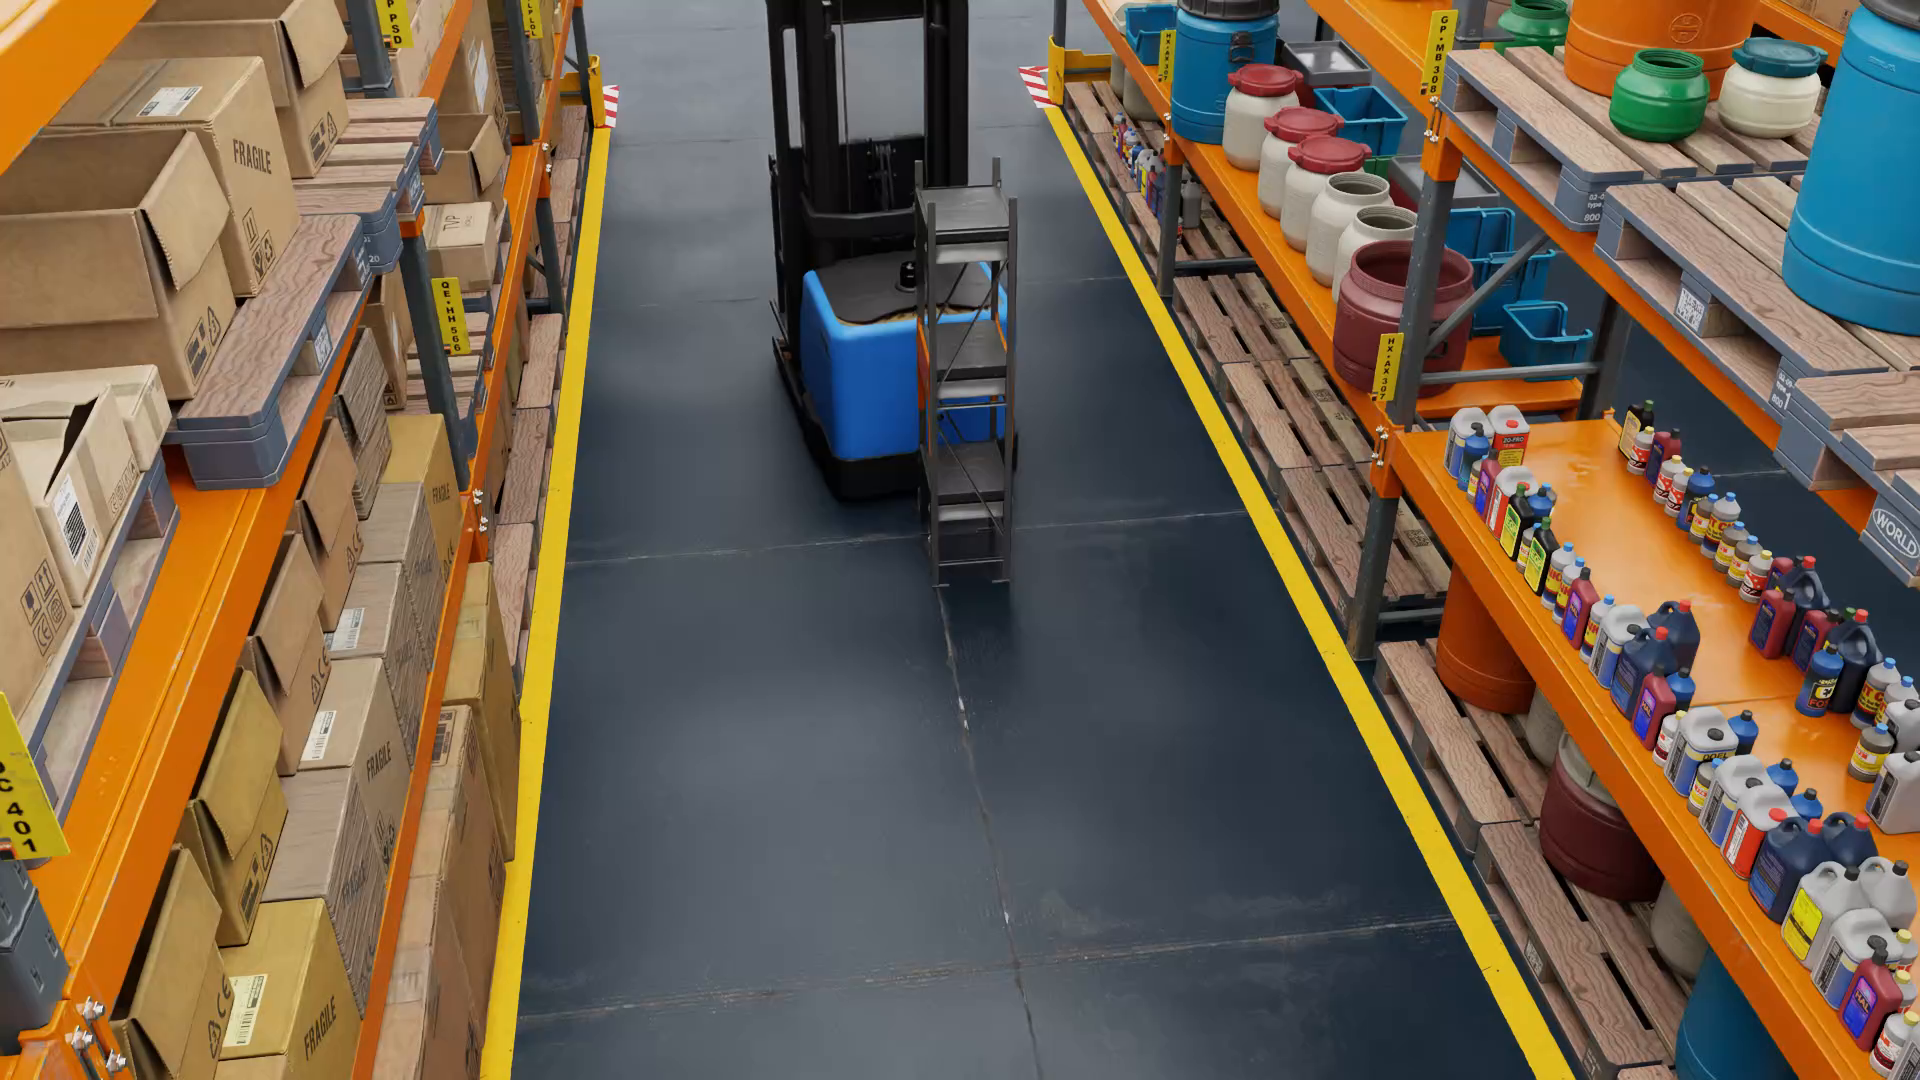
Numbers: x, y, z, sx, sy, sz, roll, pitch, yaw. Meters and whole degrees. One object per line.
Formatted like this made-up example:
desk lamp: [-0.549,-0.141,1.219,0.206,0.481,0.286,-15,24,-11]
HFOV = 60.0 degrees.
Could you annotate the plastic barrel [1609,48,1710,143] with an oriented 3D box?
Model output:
plastic barrel: [2.298,-1.460,5.459,0.294,0.245,0.294,0,34,0]

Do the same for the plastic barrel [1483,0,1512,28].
plastic barrel: [2.488,-2.641,6.982,0.600,0.901,0.600,0,34,0]

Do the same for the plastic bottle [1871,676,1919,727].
plastic bottle: [3.093,0.565,5.500,0.097,0.271,0.097,0,34,0]

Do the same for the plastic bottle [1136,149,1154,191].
plastic bottle: [1.386,-2.724,12.240,0.152,0.276,0.135,-4,34,-6]

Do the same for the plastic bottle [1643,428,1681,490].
plastic bottle: [2.892,-0.349,6.831,0.061,0.283,0.133,-4,35,-6]

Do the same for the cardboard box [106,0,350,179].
cardboard box: [-2.371,-1.465,5.237,0.797,0.503,0.637,-2,34,-4]

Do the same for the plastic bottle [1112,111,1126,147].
plastic bottle: [1.243,-3.203,12.947,0.097,0.271,0.097,0,34,0]

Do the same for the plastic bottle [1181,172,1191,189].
plastic bottle: [1.591,-2.478,11.879,0.152,0.276,0.135,-4,35,-6]

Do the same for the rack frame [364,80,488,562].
rack frame: [-2.524,-0.345,6.721,1.000,3.000,0.127,-4,35,-6]

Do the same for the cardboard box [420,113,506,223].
cardboard box: [-2.738,-1.833,8.440,0.797,0.503,0.637,-1,34,-1]

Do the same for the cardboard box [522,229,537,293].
cardboard box: [-3.076,-1.944,10.914,0.500,0.500,0.500,-5,35,-8]

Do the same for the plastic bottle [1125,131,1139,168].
plastic bottle: [1.302,-2.956,12.585,0.097,0.271,0.097,0,34,0]

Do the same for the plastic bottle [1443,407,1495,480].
plastic bottle: [2.122,-0.403,6.916,0.152,0.276,0.135,-4,35,-6]

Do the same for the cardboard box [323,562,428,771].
cardboard box: [-2.078,0.439,5.482,0.500,0.500,0.500,-5,35,-8]

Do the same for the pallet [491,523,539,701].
pallet: [-2.628,0.371,8.146,1.003,0.211,1.213,-4,35,-6]

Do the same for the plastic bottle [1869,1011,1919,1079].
plastic bottle: [2.506,1.336,4.431,0.097,0.201,0.097,0,34,0]

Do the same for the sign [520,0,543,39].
sign: [-2.513,-3.099,9.735,0.100,0.325,0.005,-4,35,-6]

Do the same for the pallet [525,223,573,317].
pallet: [-3.188,-1.797,11.327,1.003,0.211,1.213,-4,35,-6]

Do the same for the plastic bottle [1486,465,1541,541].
plastic bottle: [2.184,-0.144,6.537,0.152,0.276,0.135,-4,35,-6]

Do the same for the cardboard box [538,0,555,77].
cardboard box: [-3.094,-3.278,10.673,0.875,0.500,0.500,-4,35,-6]

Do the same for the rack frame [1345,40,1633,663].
rack frame: [2.384,-0.720,7.271,1.000,3.000,0.127,-4,35,-6]

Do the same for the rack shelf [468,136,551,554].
rack shelf: [-2.793,-1.163,8.561,1.077,0.370,4.000,-4,35,-6]

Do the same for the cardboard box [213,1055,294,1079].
cardboard box: [-1.801,1.571,3.822,0.500,0.500,0.500,-4,35,-6]

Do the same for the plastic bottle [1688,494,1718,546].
plastic bottle: [2.929,-0.087,6.519,0.097,0.201,0.097,0,34,0]

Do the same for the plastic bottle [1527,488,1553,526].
plastic bottle: [2.232,-0.080,6.447,0.097,0.271,0.097,0,34,0]

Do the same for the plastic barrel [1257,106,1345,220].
plastic barrel: [1.856,-2.048,9.100,0.433,0.535,0.433,0,34,0]

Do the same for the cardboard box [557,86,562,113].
cardboard box: [-3.533,-3.600,13.344,0.500,0.500,0.500,2,34,2]

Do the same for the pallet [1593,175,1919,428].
pallet: [2.564,-0.712,4.764,1.003,0.211,1.213,-4,35,-6]

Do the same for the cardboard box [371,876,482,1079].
cardboard box: [-2.213,1.738,5.179,1.225,0.875,0.875,-6,35,-8]

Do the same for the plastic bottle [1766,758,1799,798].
plastic bottle: [2.534,0.790,5.170,0.097,0.271,0.097,0,34,0]

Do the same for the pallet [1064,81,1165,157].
pallet: [1.468,-3.539,13.884,1.003,0.211,1.213,-4,35,-6]

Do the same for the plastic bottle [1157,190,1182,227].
plastic bottle: [1.473,-2.377,11.664,0.144,0.351,0.185,-5,35,-8]

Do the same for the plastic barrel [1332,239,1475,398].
plastic barrel: [2.021,-1.012,7.579,0.600,0.536,0.708,-4,35,-6]

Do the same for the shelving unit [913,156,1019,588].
shelving unit: [0.022,-0.775,8.152,0.431,2.100,0.503,-4,35,-6]

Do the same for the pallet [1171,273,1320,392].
pallet: [1.990,-1.364,10.693,1.003,0.211,1.213,-4,35,-6]

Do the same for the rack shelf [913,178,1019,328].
rack shelf: [0.022,-1.342,7.765,0.431,0.518,0.480,-4,35,-6]

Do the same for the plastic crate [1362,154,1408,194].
plastic crate: [2.360,-1.914,9.212,0.450,0.188,0.662,-4,35,-6]

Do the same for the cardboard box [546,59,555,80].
cardboard box: [-2.911,-3.175,11.097,0.380,0.149,0.250,-4,35,-6]

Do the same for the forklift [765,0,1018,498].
forklift: [-0.555,-2.268,9.604,1.130,2.935,3.031,-9,35,-12]

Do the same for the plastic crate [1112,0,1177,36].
plastic crate: [1.376,-3.730,11.922,0.530,0.136,0.437,-4,35,-6]

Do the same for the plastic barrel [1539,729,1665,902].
plastic barrel: [2.618,1.005,6.509,0.600,0.588,0.708,-4,35,-6]

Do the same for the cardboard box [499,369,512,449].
cardboard box: [-2.880,-0.802,9.220,0.700,0.500,0.500,-7,35,-10]

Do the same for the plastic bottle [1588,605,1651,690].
plastic bottle: [2.308,0.371,5.780,0.152,0.276,0.135,-4,35,-6]

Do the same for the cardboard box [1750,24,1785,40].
cardboard box: [6.267,-3.751,13.122,0.500,0.500,0.500,-4,35,-6]

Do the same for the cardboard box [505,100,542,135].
cardboard box: [-2.793,-2.616,10.276,0.380,0.149,0.250,-4,35,-6]

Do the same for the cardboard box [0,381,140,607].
cardboard box: [-2.045,-0.108,3.416,0.500,0.311,0.500,-6,35,-8]

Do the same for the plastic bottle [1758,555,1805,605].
plastic bottle: [3.014,0.160,6.084,0.061,0.283,0.133,-4,35,-6]

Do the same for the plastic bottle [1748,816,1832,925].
plastic bottle: [2.449,0.941,4.877,0.144,0.351,0.185,-4,35,-6]

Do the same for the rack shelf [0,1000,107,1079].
rack shelf: [-1.717,2.061,1.166,1.077,0.370,4.000,-4,35,-6]

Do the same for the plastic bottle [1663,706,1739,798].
plastic bottle: [2.382,0.678,5.330,0.152,0.276,0.135,-4,35,-6]

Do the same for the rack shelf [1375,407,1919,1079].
rack shelf: [2.653,0.694,5.836,1.077,0.370,4.000,-4,35,-6]

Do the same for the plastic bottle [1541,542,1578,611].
plastic bottle: [2.221,0.128,6.142,0.097,0.271,0.097,0,34,0]

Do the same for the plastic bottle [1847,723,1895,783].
plastic bottle: [2.960,0.681,5.392,0.097,0.201,0.097,0,34,0]

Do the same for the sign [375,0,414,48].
sign: [-1.973,-1.868,5.763,0.100,0.325,0.005,-4,35,-6]

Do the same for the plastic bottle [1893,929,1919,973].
plastic bottle: [2.620,1.175,4.667,0.097,0.201,0.097,0,34,0]

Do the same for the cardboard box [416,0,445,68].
cardboard box: [-2.404,-2.090,6.752,0.500,0.250,0.500,-4,34,-5]

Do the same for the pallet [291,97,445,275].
pallet: [-2.385,-1.151,5.408,1.213,0.211,1.003,-3,34,-4]

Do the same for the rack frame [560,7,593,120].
rack frame: [-3.600,-4.809,13.272,1.000,3.000,0.127,-4,35,-6]

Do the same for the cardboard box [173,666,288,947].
cardboard box: [-2.161,0.692,4.220,0.797,0.503,0.637,-4,34,-6]
